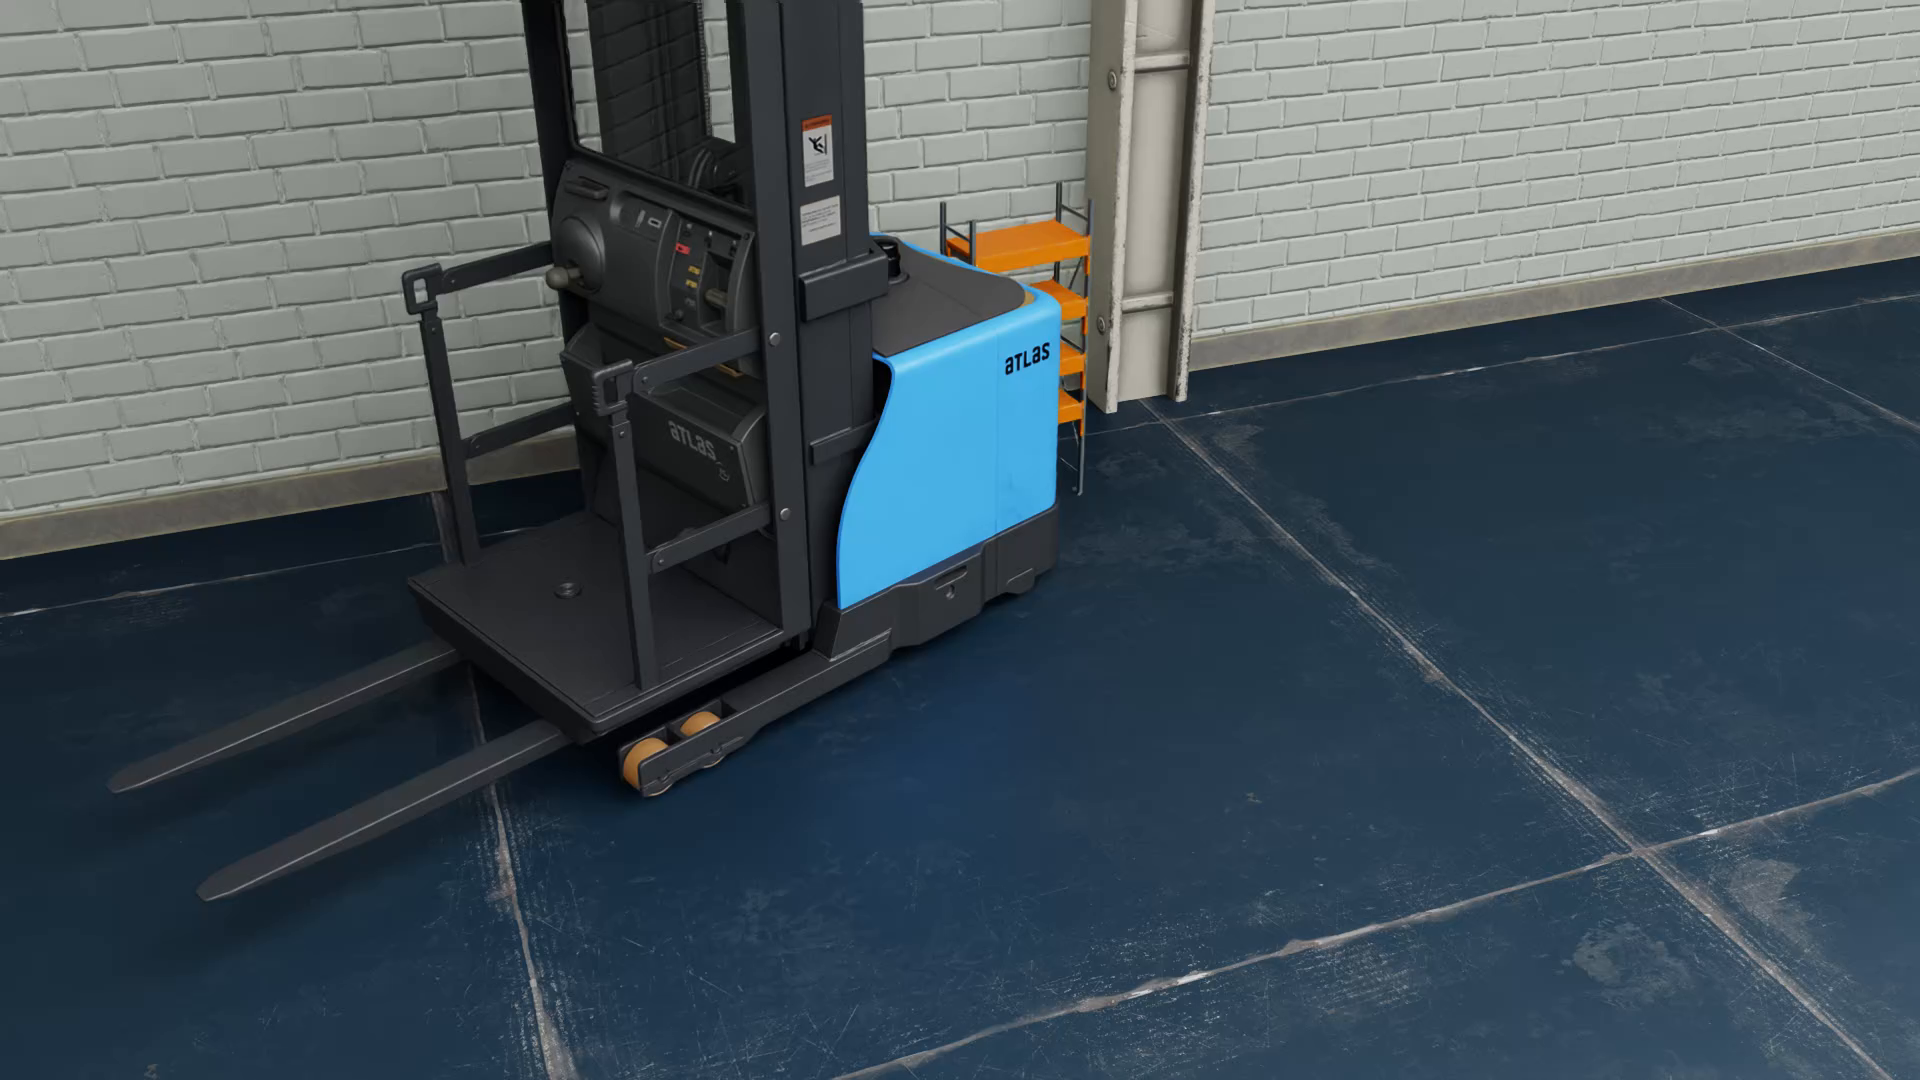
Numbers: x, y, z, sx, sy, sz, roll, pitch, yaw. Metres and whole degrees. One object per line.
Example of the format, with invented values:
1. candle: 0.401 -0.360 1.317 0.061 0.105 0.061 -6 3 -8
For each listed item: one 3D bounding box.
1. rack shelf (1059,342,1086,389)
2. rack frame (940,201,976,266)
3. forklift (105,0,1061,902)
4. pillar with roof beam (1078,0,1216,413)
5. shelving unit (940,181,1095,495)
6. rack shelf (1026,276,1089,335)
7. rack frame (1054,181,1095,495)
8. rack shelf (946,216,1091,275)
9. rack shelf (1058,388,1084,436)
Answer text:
1. rack shelf: 0.206 -0.637 6.292 0.480 0.148 0.258 -15 33 -25
2. rack frame: -0.008 -0.637 6.157 0.015 1.200 0.240 -15 33 -25
3. forklift: -1.056 -0.807 4.706 3.031 2.935 1.130 -26 38 -37
4. pillar with roof beam: 2.264 -2.567 1.665 0.400 9.000 9.100 -10 31 -18
5. shelving unit: 0.206 -0.695 6.258 0.503 1.200 0.258 -15 33 -25
6. rack shelf: 0.206 -0.831 6.181 0.480 0.148 0.258 -15 33 -25
7. rack frame: 0.420 -0.753 6.360 0.015 1.200 0.240 -15 33 -25
8. rack shelf: 0.206 -1.037 6.064 0.480 0.148 0.258 -15 33 -25
9. rack shelf: 0.206 -0.464 6.390 0.480 0.148 0.258 -15 33 -25
